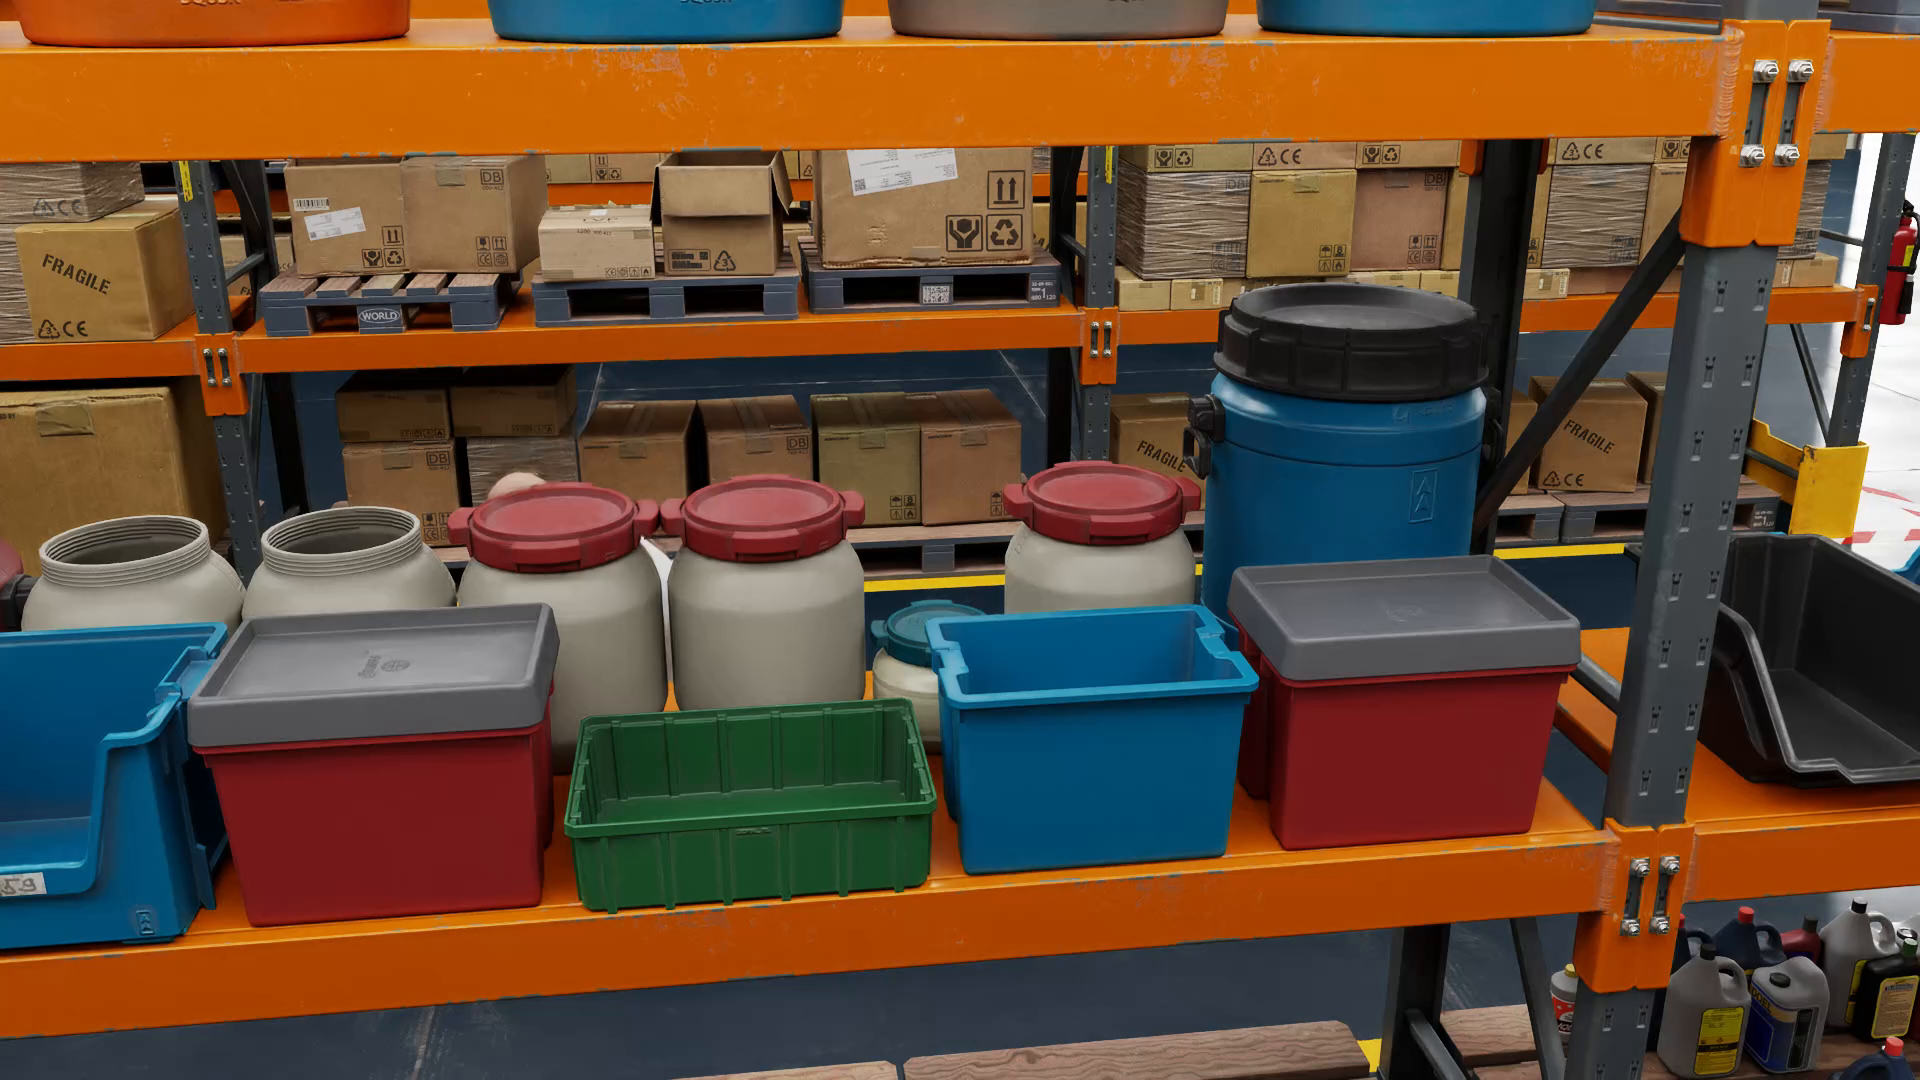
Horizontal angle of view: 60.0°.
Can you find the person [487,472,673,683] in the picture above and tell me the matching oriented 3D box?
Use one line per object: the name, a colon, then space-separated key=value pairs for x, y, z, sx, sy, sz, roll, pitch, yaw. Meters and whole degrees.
person: x=-1.084 y=0.467 z=5.279 sx=0.700 sy=1.454 sz=0.630 roll=-3 pitch=20 yaw=-8
